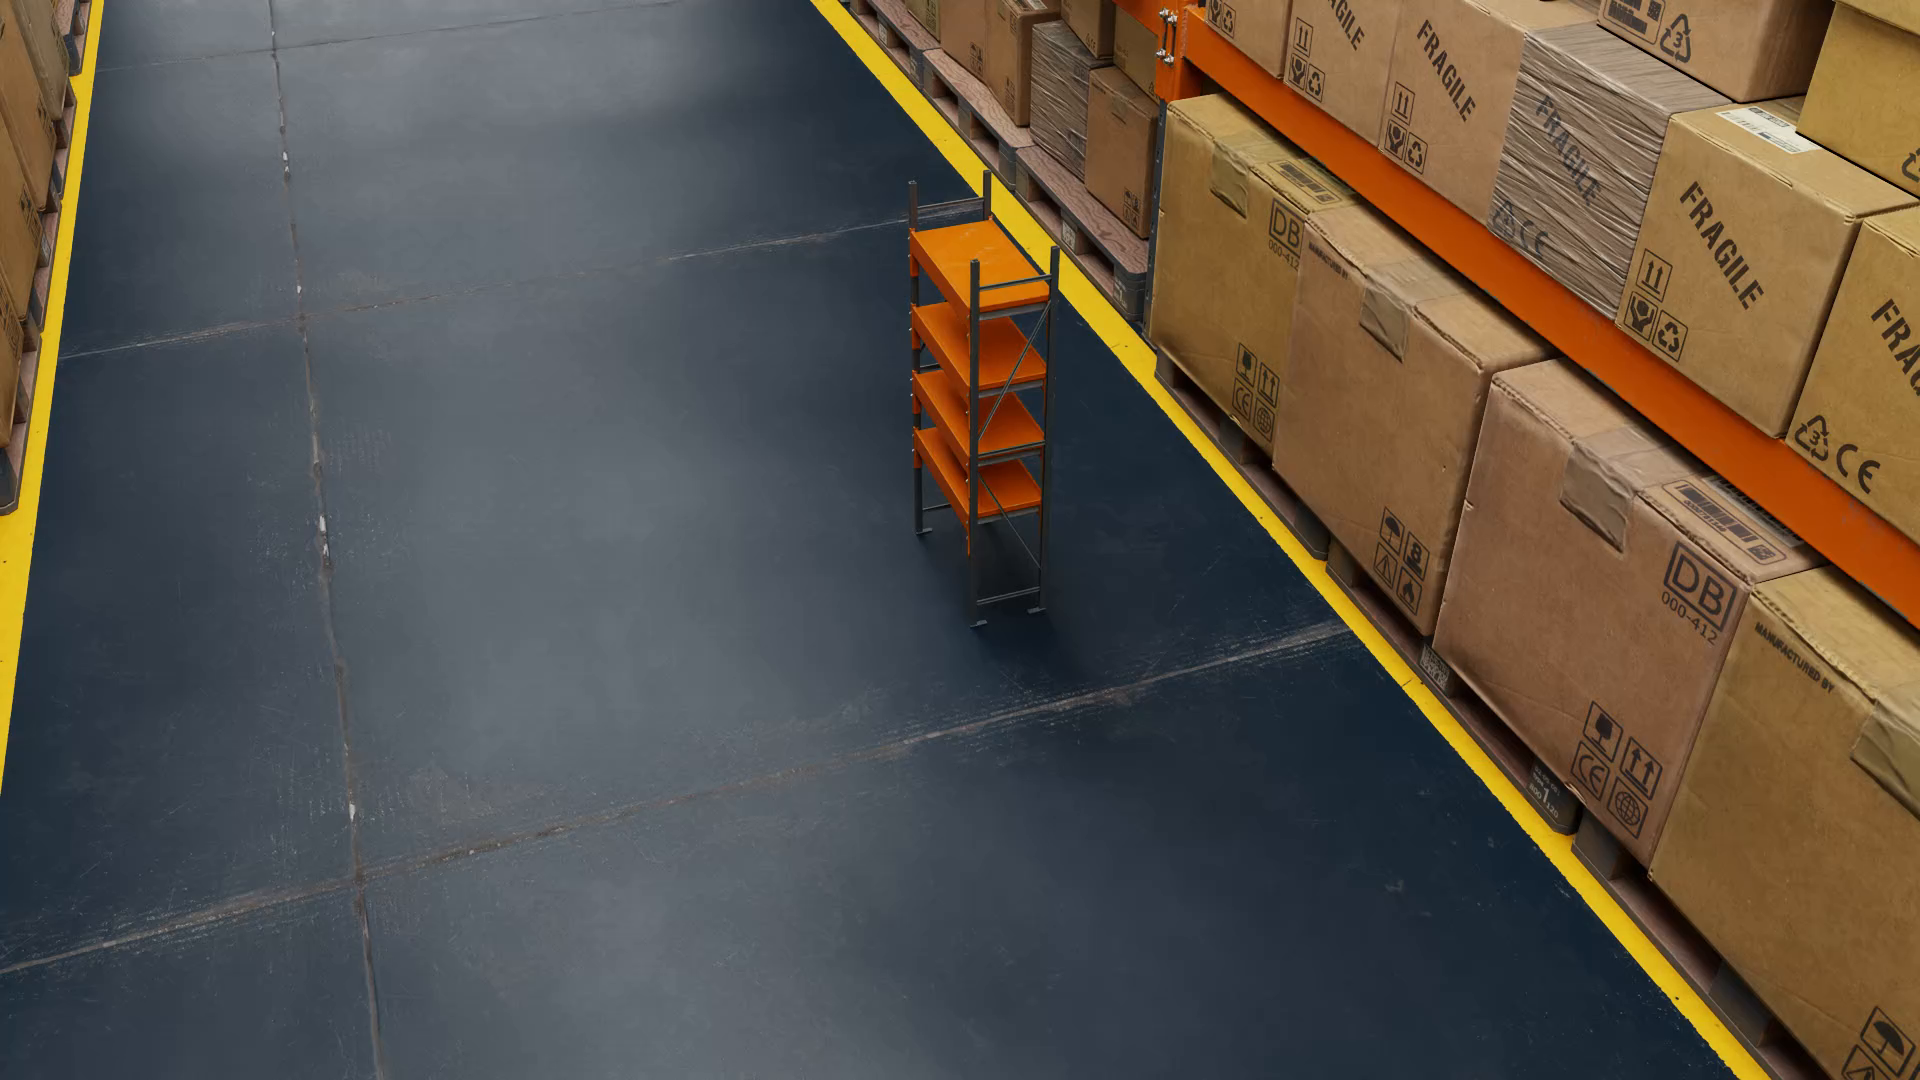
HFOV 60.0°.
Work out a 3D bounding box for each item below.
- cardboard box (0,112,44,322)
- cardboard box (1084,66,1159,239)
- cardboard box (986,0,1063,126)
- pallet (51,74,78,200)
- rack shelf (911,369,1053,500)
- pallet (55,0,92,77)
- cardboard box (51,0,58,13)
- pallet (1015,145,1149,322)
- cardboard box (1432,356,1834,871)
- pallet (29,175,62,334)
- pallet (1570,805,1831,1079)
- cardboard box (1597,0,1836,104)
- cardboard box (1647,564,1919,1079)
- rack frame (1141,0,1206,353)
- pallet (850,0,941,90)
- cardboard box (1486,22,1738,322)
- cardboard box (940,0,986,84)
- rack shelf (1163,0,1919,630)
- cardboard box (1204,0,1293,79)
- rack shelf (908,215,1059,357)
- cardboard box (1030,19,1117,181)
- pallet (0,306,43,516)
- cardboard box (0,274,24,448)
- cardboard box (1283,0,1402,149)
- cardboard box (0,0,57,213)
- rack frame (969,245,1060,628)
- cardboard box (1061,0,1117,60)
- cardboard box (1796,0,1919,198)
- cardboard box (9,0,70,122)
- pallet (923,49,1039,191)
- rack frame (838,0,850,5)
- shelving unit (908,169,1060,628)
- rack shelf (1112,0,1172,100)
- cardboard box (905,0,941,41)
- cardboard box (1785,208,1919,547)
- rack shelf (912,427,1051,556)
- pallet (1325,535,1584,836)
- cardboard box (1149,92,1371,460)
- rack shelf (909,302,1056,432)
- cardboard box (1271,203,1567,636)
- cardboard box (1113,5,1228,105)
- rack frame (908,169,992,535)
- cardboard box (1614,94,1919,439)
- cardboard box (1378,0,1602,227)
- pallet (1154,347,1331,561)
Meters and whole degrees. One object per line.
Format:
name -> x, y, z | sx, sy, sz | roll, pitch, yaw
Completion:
cardboard box -> -3.948, -1.184, 5.850 | 1.050, 0.750, 0.750 | -12, 39, -15
cardboard box -> 0.924, -1.581, 6.567 | 0.700, 0.500, 0.500 | -14, 39, -18
cardboard box -> 0.519, -2.210, 7.403 | 0.700, 0.500, 0.500 | -9, 38, -12
pallet -> -4.559, -1.785, 7.444 | 1.003, 0.211, 1.213 | -12, 39, -16
rack shelf -> 0.057, -0.332, 4.805 | 0.258, 0.148, 0.480 | -12, 39, -16
pallet -> -5.083, -2.651, 8.594 | 1.003, 0.211, 1.213 | -12, 39, -16
cardboard box -> -5.046, -3.008, 8.167 | 0.875, 0.875, 0.875 | -12, 39, -15
pallet -> 0.906, -1.357, 6.876 | 1.003, 0.211, 1.213 | -12, 39, -16
cardboard box -> 2.002, 0.049, 4.108 | 1.225, 0.875, 0.875 | -14, 39, -18
pallet -> -4.135, -1.095, 6.528 | 1.003, 0.211, 1.213 | -12, 39, -16
pallet -> 2.213, 0.924, 3.848 | 1.003, 0.211, 1.213 | -12, 39, -16
cardboard box -> 1.868, -1.307, 3.575 | 0.797, 0.503, 0.637 | -11, 38, -14
cardboard box -> 2.311, 0.554, 3.438 | 1.225, 0.875, 0.875 | -12, 39, -16
rack frame -> 1.173, -2.029, 5.451 | 1.000, 3.000, 0.127 | -12, 39, -16
pallet -> 0.066, -2.735, 8.706 | 1.003, 0.211, 1.213 | -12, 39, -16
cardboard box -> 1.614, -0.876, 3.836 | 0.500, 0.500, 0.500 | -12, 39, -16
cardboard box -> 0.327, -2.525, 7.822 | 0.700, 0.500, 0.500 | -16, 40, -20
rack shelf -> 1.861, -0.612, 4.167 | 1.077, 0.370, 4.000 | -12, 39, -16
cardboard box -> 1.085, -1.738, 4.981 | 0.500, 0.500, 0.500 | -11, 38, -15
rack shelf -> 0.057, -0.700, 4.528 | 0.258, 0.148, 0.480 | -12, 39, -16
cardboard box -> 0.721, -1.891, 6.980 | 0.700, 0.500, 0.500 | -16, 40, -20
pallet -> -3.719, -0.406, 5.614 | 1.003, 0.211, 1.213 | -12, 39, -16
cardboard box -> -3.644, -0.691, 5.195 | 1.050, 0.750, 0.750 | -13, 39, -17
cardboard box -> 1.265, -1.447, 4.595 | 0.500, 0.500, 0.500 | -13, 39, -17
cardboard box -> -4.269, -1.710, 6.548 | 1.050, 0.750, 0.750 | -12, 39, -16
rack frame -> 0.141, -0.248, 4.582 | 0.240, 1.200, 0.015 | -12, 39, -16
cardboard box -> 0.722, -2.176, 6.734 | 0.500, 0.250, 0.500 | -8, 38, -11
cardboard box -> 2.097, -0.959, 3.114 | 0.797, 0.503, 0.637 | -12, 39, -15
cardboard box -> -4.597, -2.256, 7.273 | 1.050, 0.750, 0.750 | -13, 39, -16
pallet -> 0.490, -2.045, 7.790 | 1.003, 0.211, 1.213 | -12, 39, -16
rack frame -> -0.203, -4.289, 8.451 | 1.000, 3.000, 0.127 | -12, 39, -16
shelving unit -> 0.057, -0.386, 4.765 | 0.258, 1.200, 0.503 | -12, 39, -16
rack shelf -> 0.485, -2.872, 7.167 | 1.077, 0.370, 4.000 | -12, 39, -16
cardboard box -> 0.134, -2.841, 8.241 | 0.700, 0.500, 0.500 | -13, 39, -16
cardboard box -> 1.968, -0.298, 3.069 | 0.500, 0.500, 0.500 | -11, 38, -15
rack shelf -> 0.057, -0.173, 4.925 | 0.258, 0.148, 0.480 | -12, 39, -16
pallet -> 1.790, 0.234, 4.764 | 1.003, 0.211, 1.213 | -12, 39, -16
cardboard box -> 1.391, -0.954, 5.440 | 1.225, 0.875, 0.875 | -14, 39, -18
rack shelf -> 0.057, -0.511, 4.671 | 0.258, 0.148, 0.480 | -12, 39, -16
cardboard box -> 1.691, -0.449, 4.770 | 1.225, 0.875, 0.875 | -12, 39, -16
cardboard box -> 0.914, -1.878, 6.339 | 0.500, 0.250, 0.500 | -11, 38, -14
rack frame -> -0.027, -0.524, 4.948 | 0.240, 1.200, 0.015 | -12, 39, -16
cardboard box -> 1.782, -0.592, 3.459 | 0.500, 0.500, 0.500 | -13, 39, -16
cardboard box -> 1.444, -1.159, 4.212 | 0.500, 0.500, 0.500 | -13, 39, -17
pallet -> 1.374, -0.454, 5.678 | 1.003, 0.211, 1.213 | -12, 39, -16
